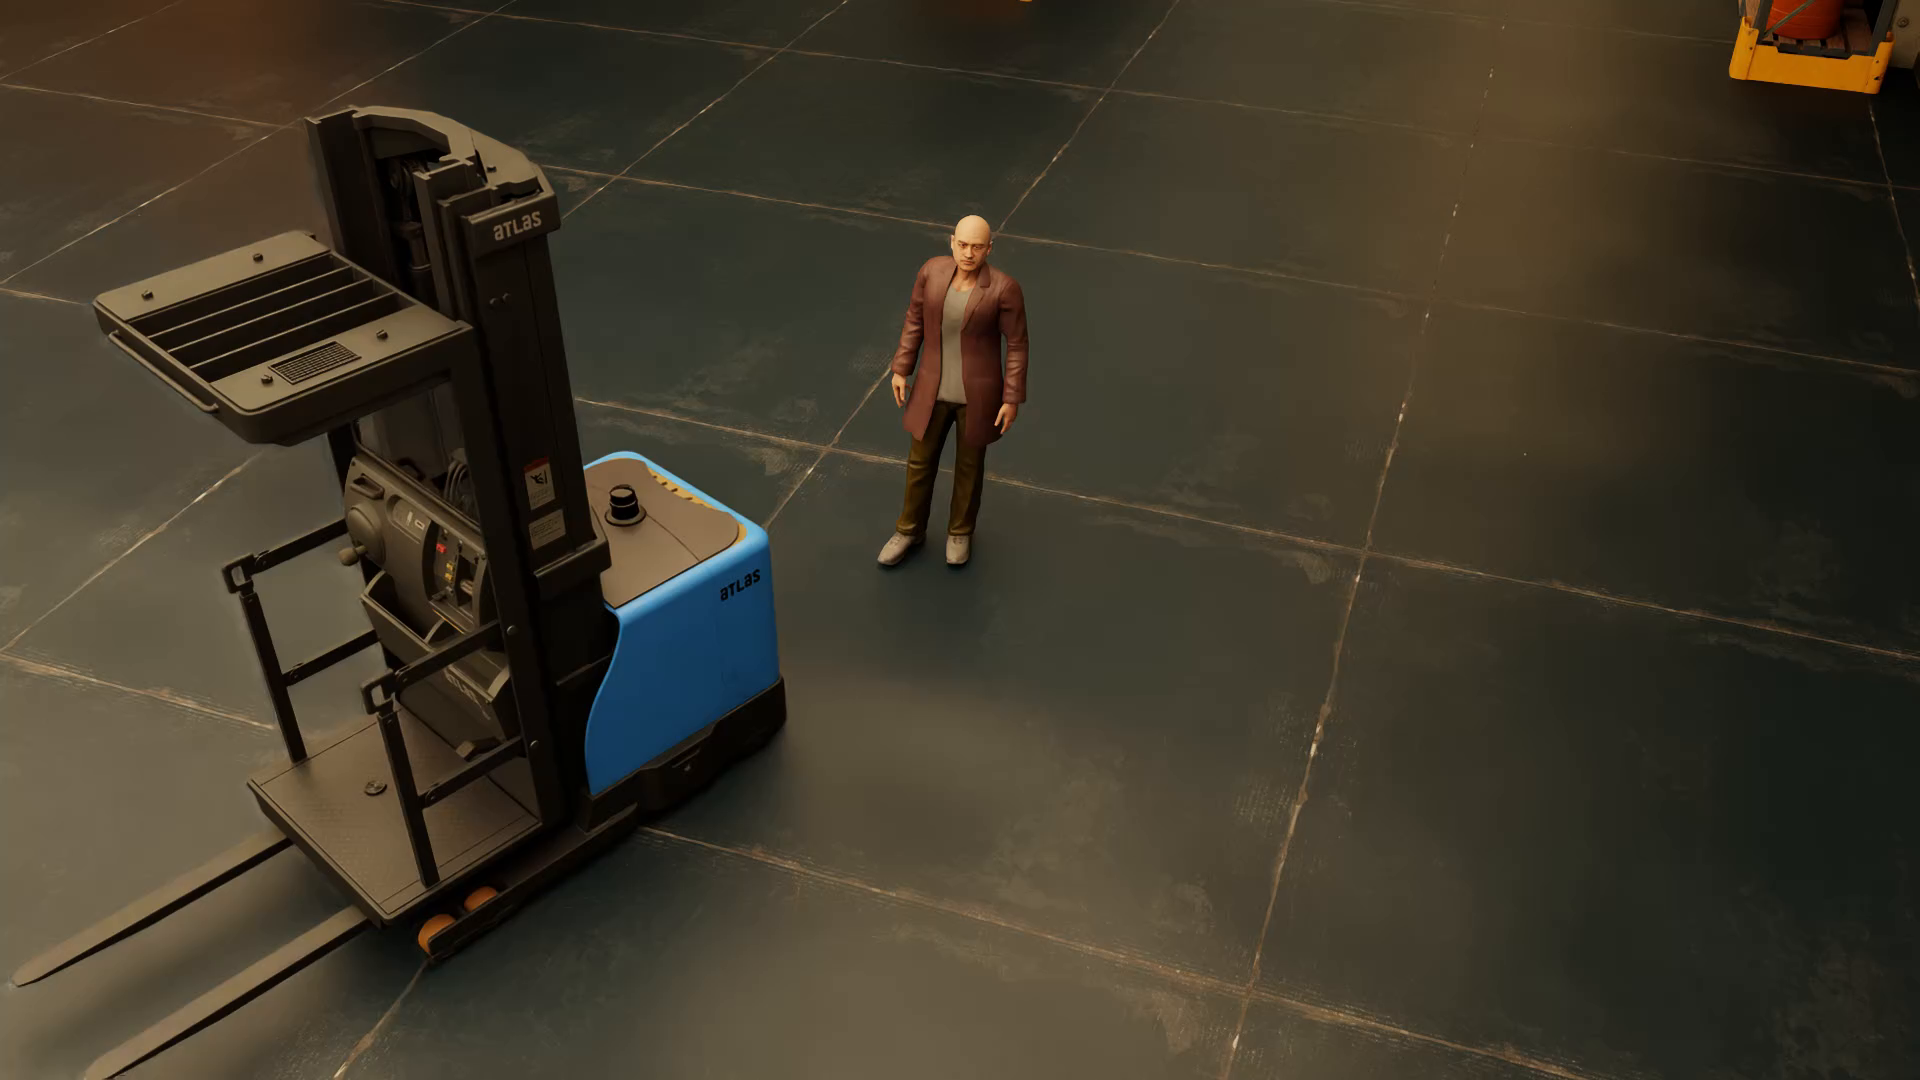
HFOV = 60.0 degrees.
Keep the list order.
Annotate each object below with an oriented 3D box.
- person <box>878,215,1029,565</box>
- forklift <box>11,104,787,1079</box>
[{"bbox_3d":[-0.041,-0.578,8.131,0.684,1.521,0.576,12,37,16],"label":"person"},{"bbox_3d":[-2.153,0.071,6.011,1.130,2.935,3.031,29,44,34],"label":"forklift"}]
